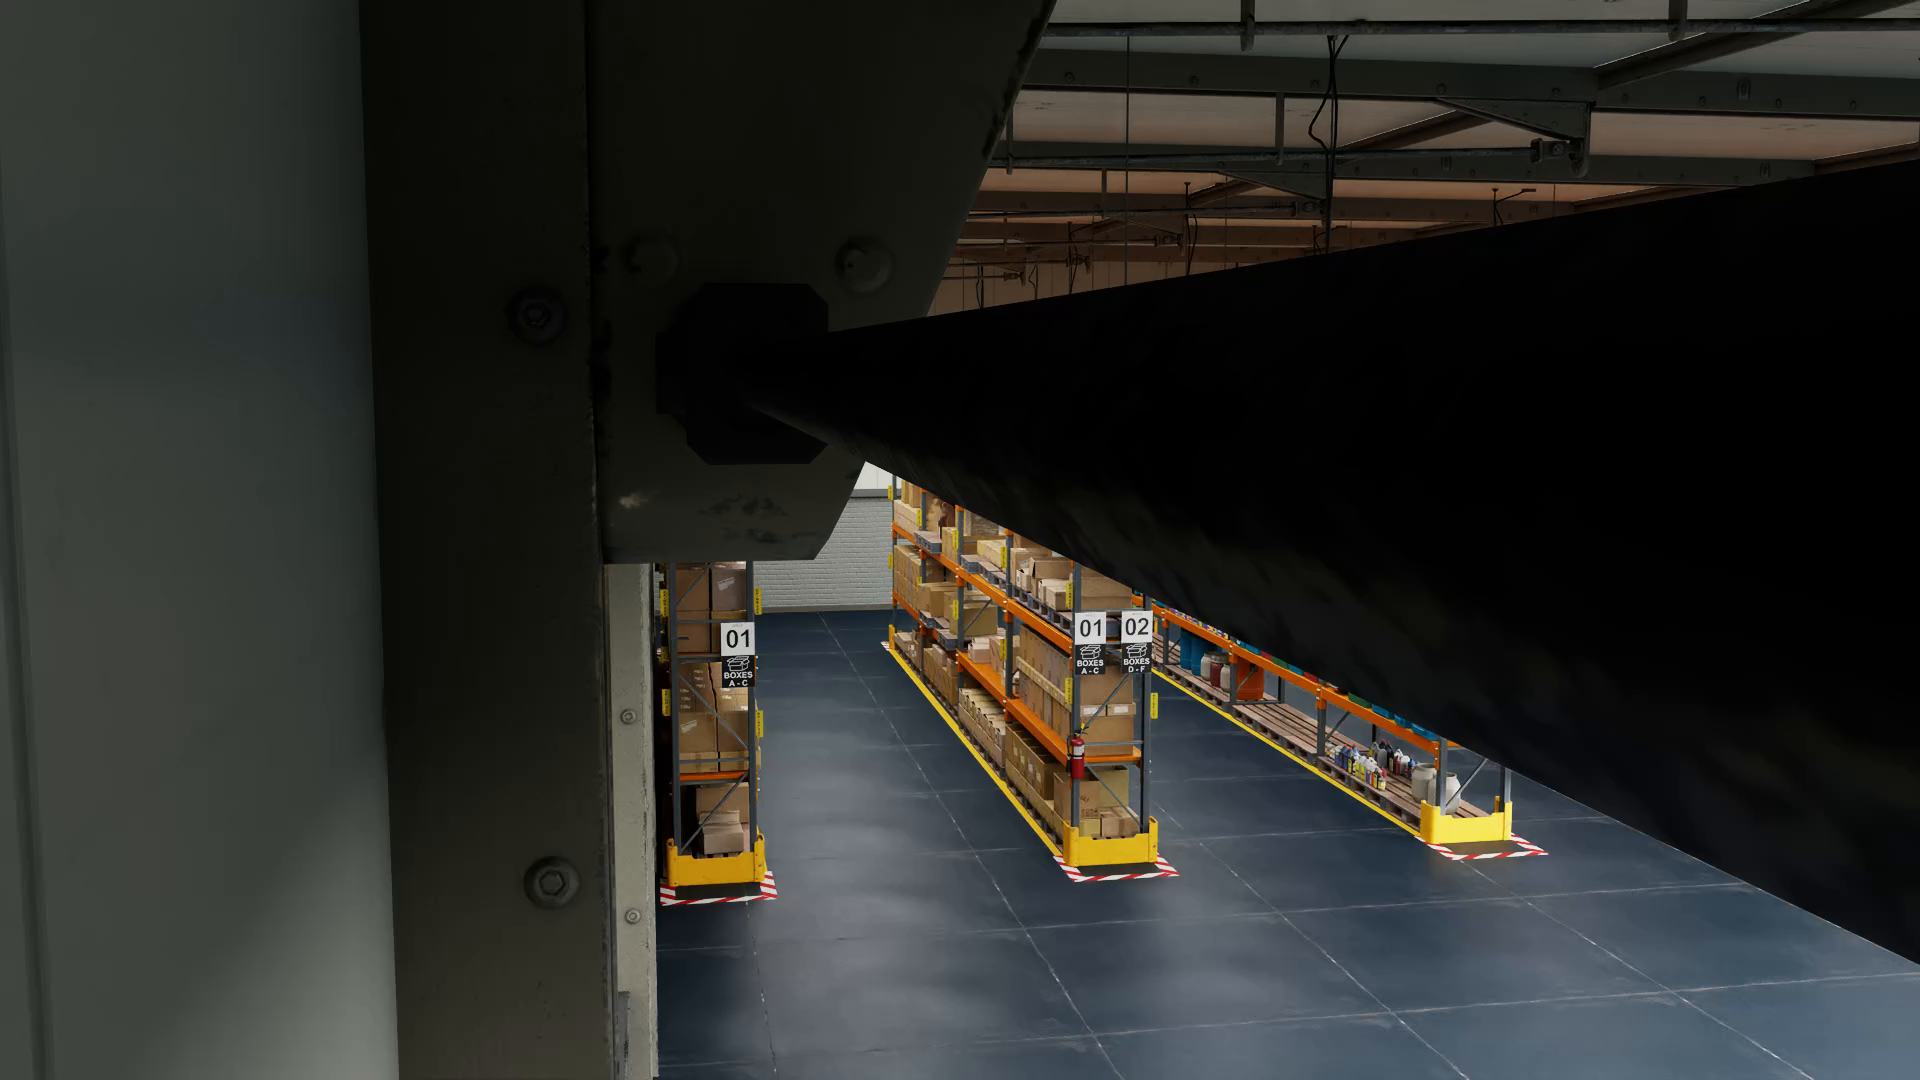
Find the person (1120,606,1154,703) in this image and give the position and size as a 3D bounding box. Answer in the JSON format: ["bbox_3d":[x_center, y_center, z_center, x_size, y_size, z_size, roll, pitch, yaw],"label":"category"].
[{"bbox_3d":[3.040,2.007,29.480,0.682,1.725,0.622,-2,7,-21],"label":"person"}]
